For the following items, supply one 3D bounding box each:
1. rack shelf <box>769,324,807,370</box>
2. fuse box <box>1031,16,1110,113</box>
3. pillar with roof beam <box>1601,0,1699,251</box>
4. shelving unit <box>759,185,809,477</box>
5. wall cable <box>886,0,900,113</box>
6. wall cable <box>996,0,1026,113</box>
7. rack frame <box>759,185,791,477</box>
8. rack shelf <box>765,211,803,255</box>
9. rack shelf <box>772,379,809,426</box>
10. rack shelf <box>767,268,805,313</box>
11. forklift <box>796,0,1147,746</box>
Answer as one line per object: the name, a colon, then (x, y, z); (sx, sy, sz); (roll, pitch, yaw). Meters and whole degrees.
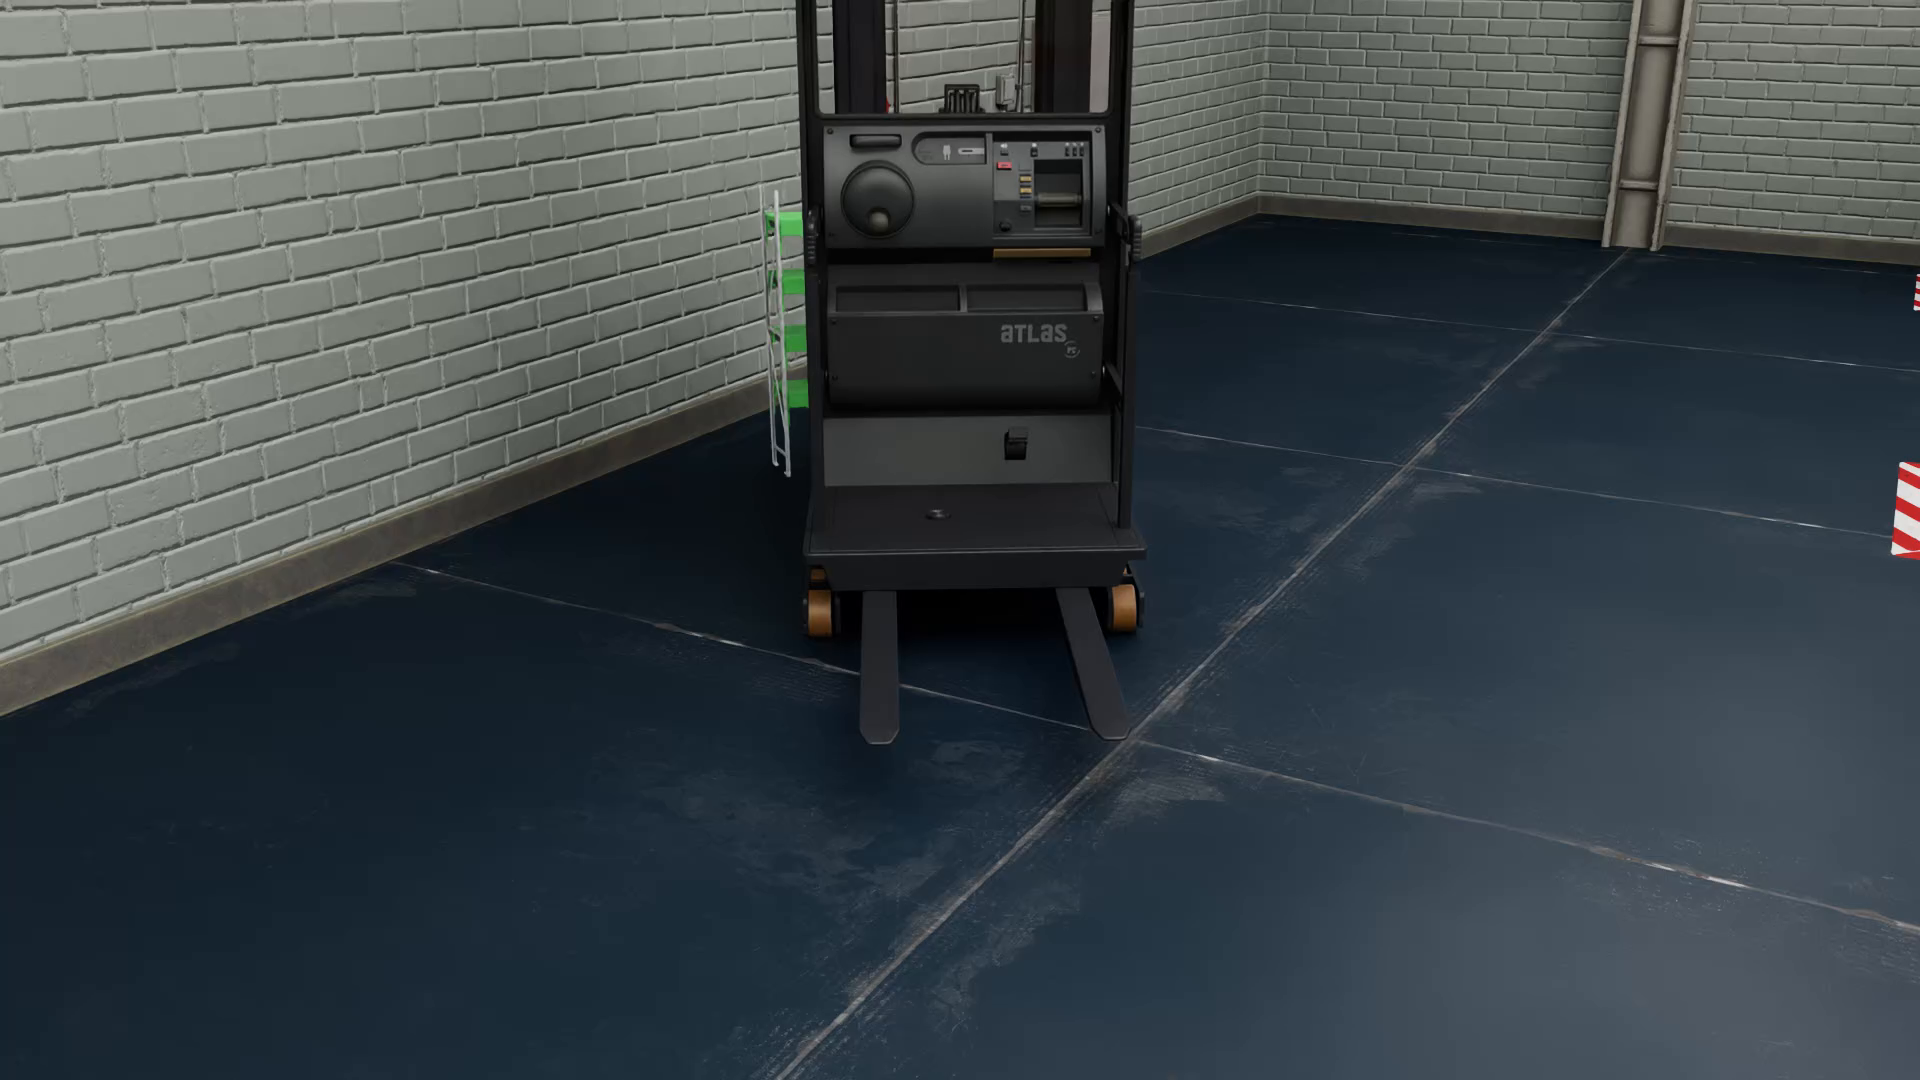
rack shelf: (-0.552, -0.845, 7.111); (0.480, 0.148, 0.258); (-8, 20, -20)
fuse box: (0.740, -2.343, 10.314); (0.414, 1.711, 0.539); (11, 23, 27)
pillar with roof beam: (2.926, -5.150, 7.366); (0.400, 9.000, 9.100); (11, 23, 27)
shelving unit: (-0.552, -0.906, 7.091); (0.503, 1.200, 0.258); (-8, 20, -20)
wall cable: (-0.412, -2.839, 8.258); (0.123, 1.953, 0.585); (11, 23, 27)
wall cable: (0.269, -3.249, 9.433); (0.122, 1.984, 0.588); (11, 23, 27)
rack frame: (-0.779, -0.875, 7.005); (0.015, 1.200, 0.240); (-8, 20, -20)
rack shelf: (-0.557, -1.301, 6.960); (0.480, 0.148, 0.258); (-8, 20, -20)
rack shelf: (-0.549, -0.617, 7.186); (0.480, 0.148, 0.258); (-8, 20, -20)
rack shelf: (-0.554, -1.073, 7.036); (0.480, 0.148, 0.258); (-8, 20, -20)
forklift: (0.028, -1.166, 5.281); (1.130, 2.935, 3.031); (-1, 20, -2)
